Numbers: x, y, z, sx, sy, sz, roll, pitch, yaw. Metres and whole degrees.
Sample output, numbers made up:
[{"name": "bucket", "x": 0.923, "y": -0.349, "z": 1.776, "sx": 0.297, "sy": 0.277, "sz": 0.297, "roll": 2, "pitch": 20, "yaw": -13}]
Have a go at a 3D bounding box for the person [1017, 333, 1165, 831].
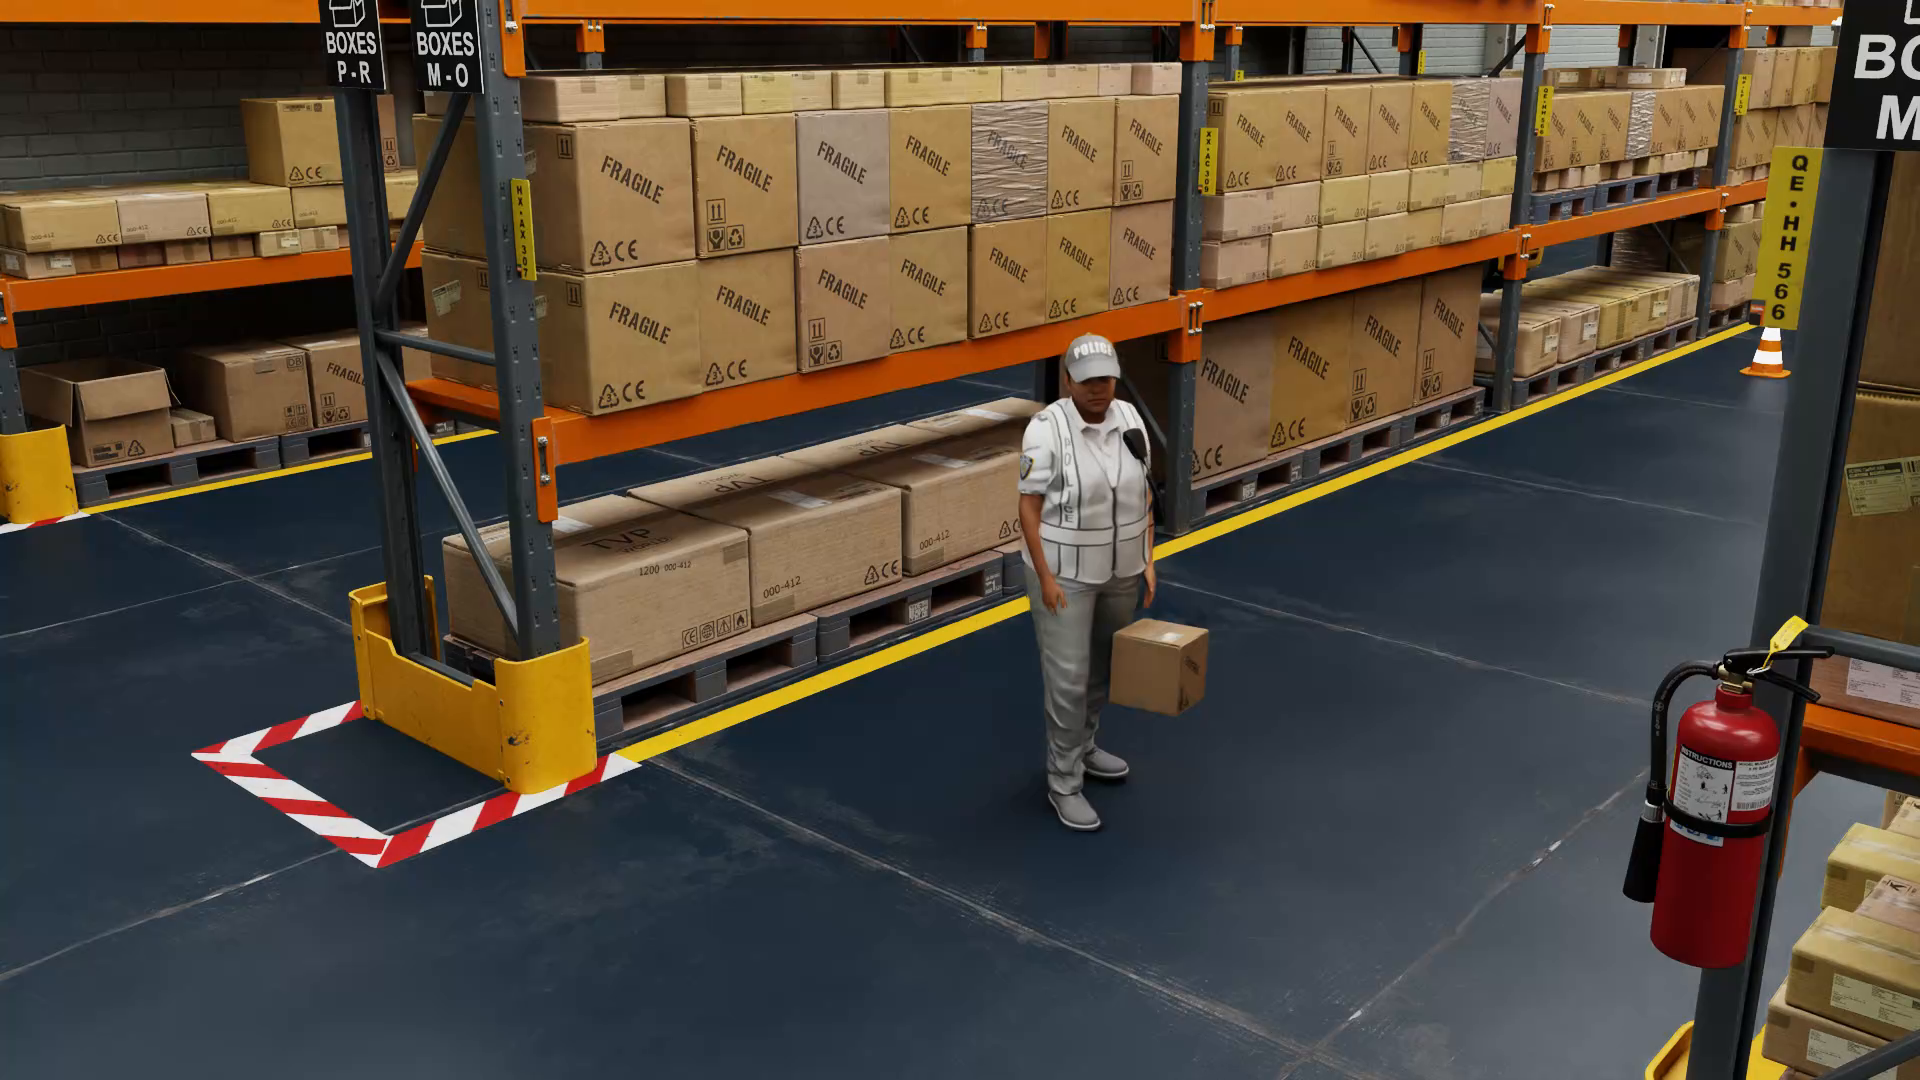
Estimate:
[{"name": "person", "x": 0.436, "y": 0.112, "z": 5.677, "sx": 0.502, "sy": 1.657, "sz": 0.556, "roll": -9, "pitch": 19, "yaw": -27}]
